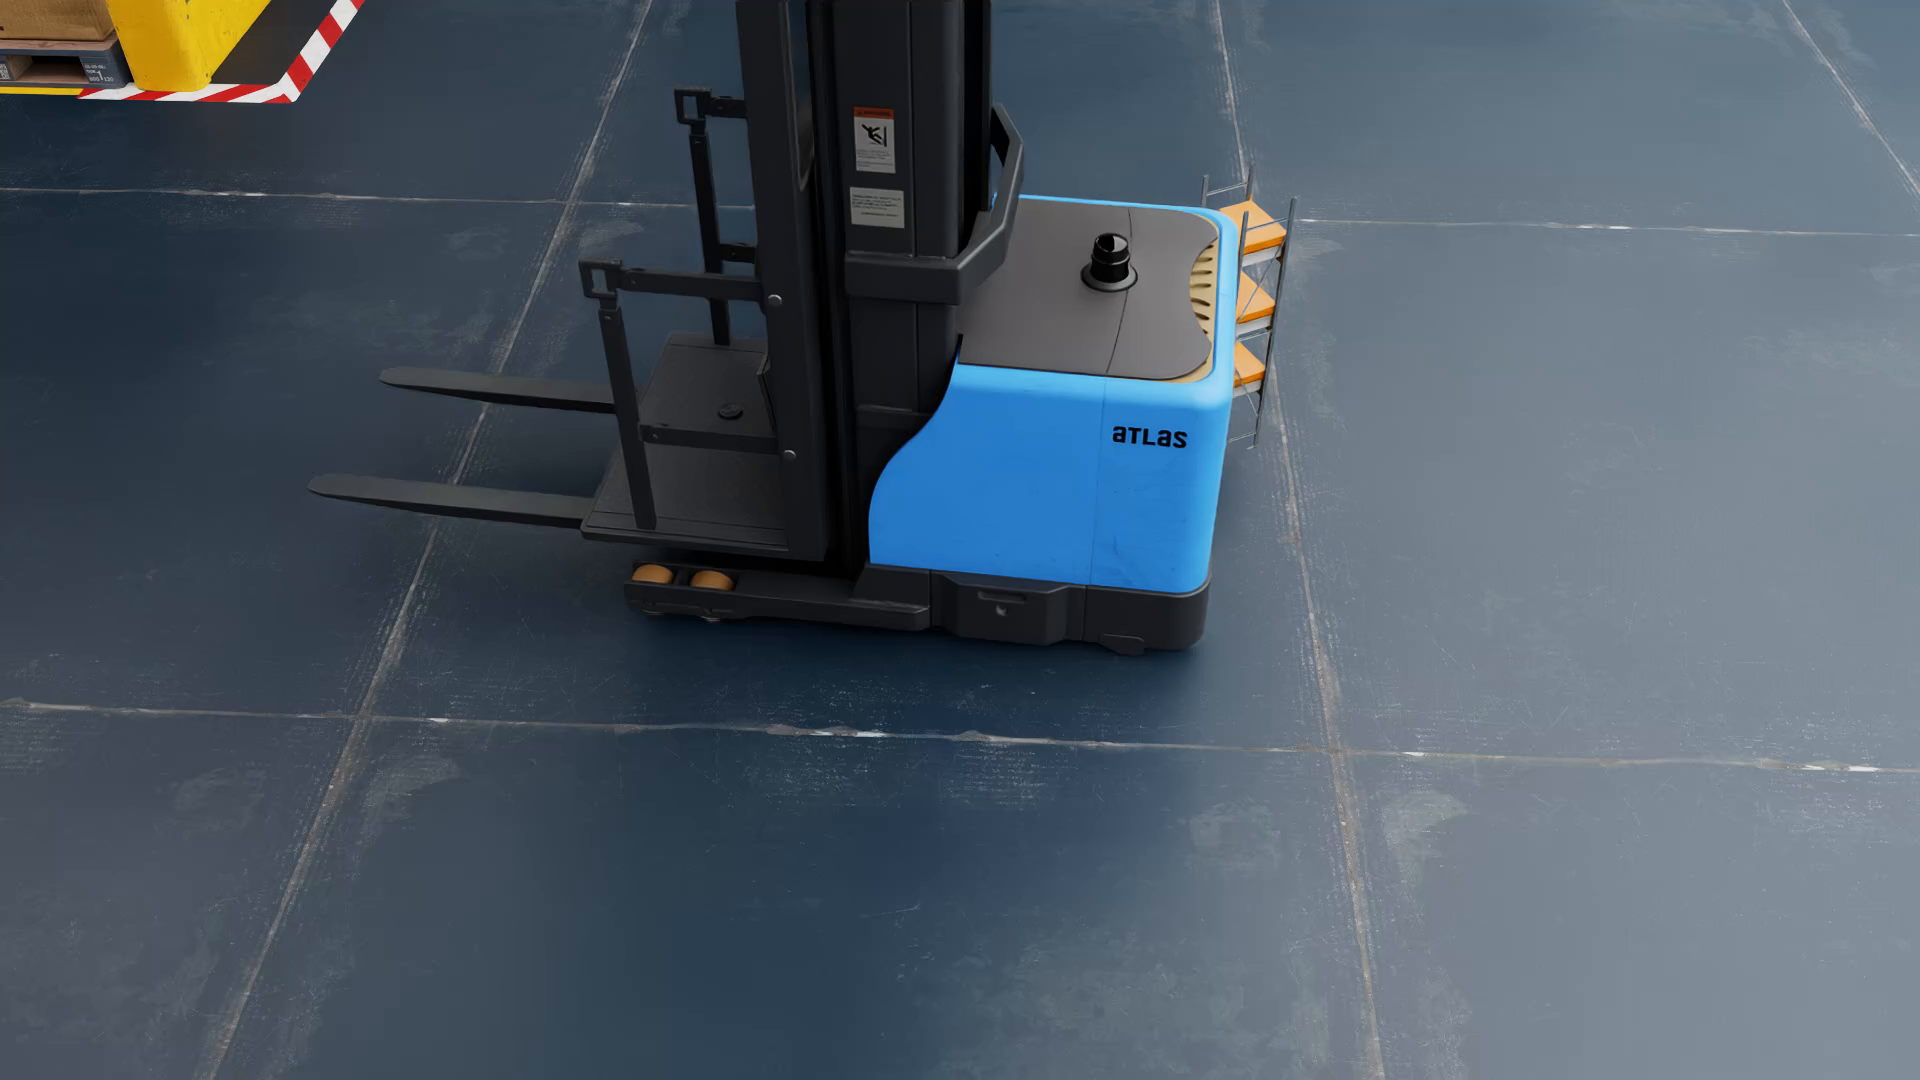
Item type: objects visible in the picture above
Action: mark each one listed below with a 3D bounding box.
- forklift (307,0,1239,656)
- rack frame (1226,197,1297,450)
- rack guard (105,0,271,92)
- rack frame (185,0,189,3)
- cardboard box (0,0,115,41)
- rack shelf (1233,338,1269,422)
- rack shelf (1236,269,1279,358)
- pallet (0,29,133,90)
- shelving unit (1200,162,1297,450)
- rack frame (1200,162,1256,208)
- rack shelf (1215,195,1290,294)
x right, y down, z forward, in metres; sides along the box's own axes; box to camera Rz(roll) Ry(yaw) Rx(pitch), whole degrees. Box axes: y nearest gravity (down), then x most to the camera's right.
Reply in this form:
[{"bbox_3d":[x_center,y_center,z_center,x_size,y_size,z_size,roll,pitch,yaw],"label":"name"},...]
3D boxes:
[{"bbox_3d":[-0.659,-1.161,4.846,3.031,2.935,1.130,6,43,6],"label":"forklift"},{"bbox_3d":[1.003,-0.699,5.730,0.200,1.050,0.008,-18,46,-19],"label":"rack frame"},{"bbox_3d":[-3.834,-2.764,8.350,0.348,0.500,1.175,2,43,2],"label":"rack guard"},{"bbox_3d":[-3.858,-3.679,7.499,0.127,3.000,1.000,2,43,2],"label":"rack frame"},{"bbox_3d":[-4.539,-3.031,8.054,0.875,0.875,0.875,2,43,2],"label":"cardboard box"},{"bbox_3d":[0.950,-0.563,6.007,0.215,0.259,0.240,-18,46,-19],"label":"rack shelf"},{"bbox_3d":[0.950,-0.766,5.818,0.215,0.259,0.240,-18,46,-19],"label":"rack shelf"},{"bbox_3d":[-4.661,-2.630,8.418,1.213,0.211,1.003,2,43,2],"label":"pallet"},{"bbox_3d":[0.950,-0.774,5.811,0.215,1.050,0.252,-18,46,-19],"label":"shelving unit"},{"bbox_3d":[0.897,-0.849,5.891,0.200,1.050,0.008,-18,46,-19],"label":"rack frame"},{"bbox_3d":[0.950,-0.974,5.624,0.215,0.259,0.240,-18,46,-19],"label":"rack shelf"}]
